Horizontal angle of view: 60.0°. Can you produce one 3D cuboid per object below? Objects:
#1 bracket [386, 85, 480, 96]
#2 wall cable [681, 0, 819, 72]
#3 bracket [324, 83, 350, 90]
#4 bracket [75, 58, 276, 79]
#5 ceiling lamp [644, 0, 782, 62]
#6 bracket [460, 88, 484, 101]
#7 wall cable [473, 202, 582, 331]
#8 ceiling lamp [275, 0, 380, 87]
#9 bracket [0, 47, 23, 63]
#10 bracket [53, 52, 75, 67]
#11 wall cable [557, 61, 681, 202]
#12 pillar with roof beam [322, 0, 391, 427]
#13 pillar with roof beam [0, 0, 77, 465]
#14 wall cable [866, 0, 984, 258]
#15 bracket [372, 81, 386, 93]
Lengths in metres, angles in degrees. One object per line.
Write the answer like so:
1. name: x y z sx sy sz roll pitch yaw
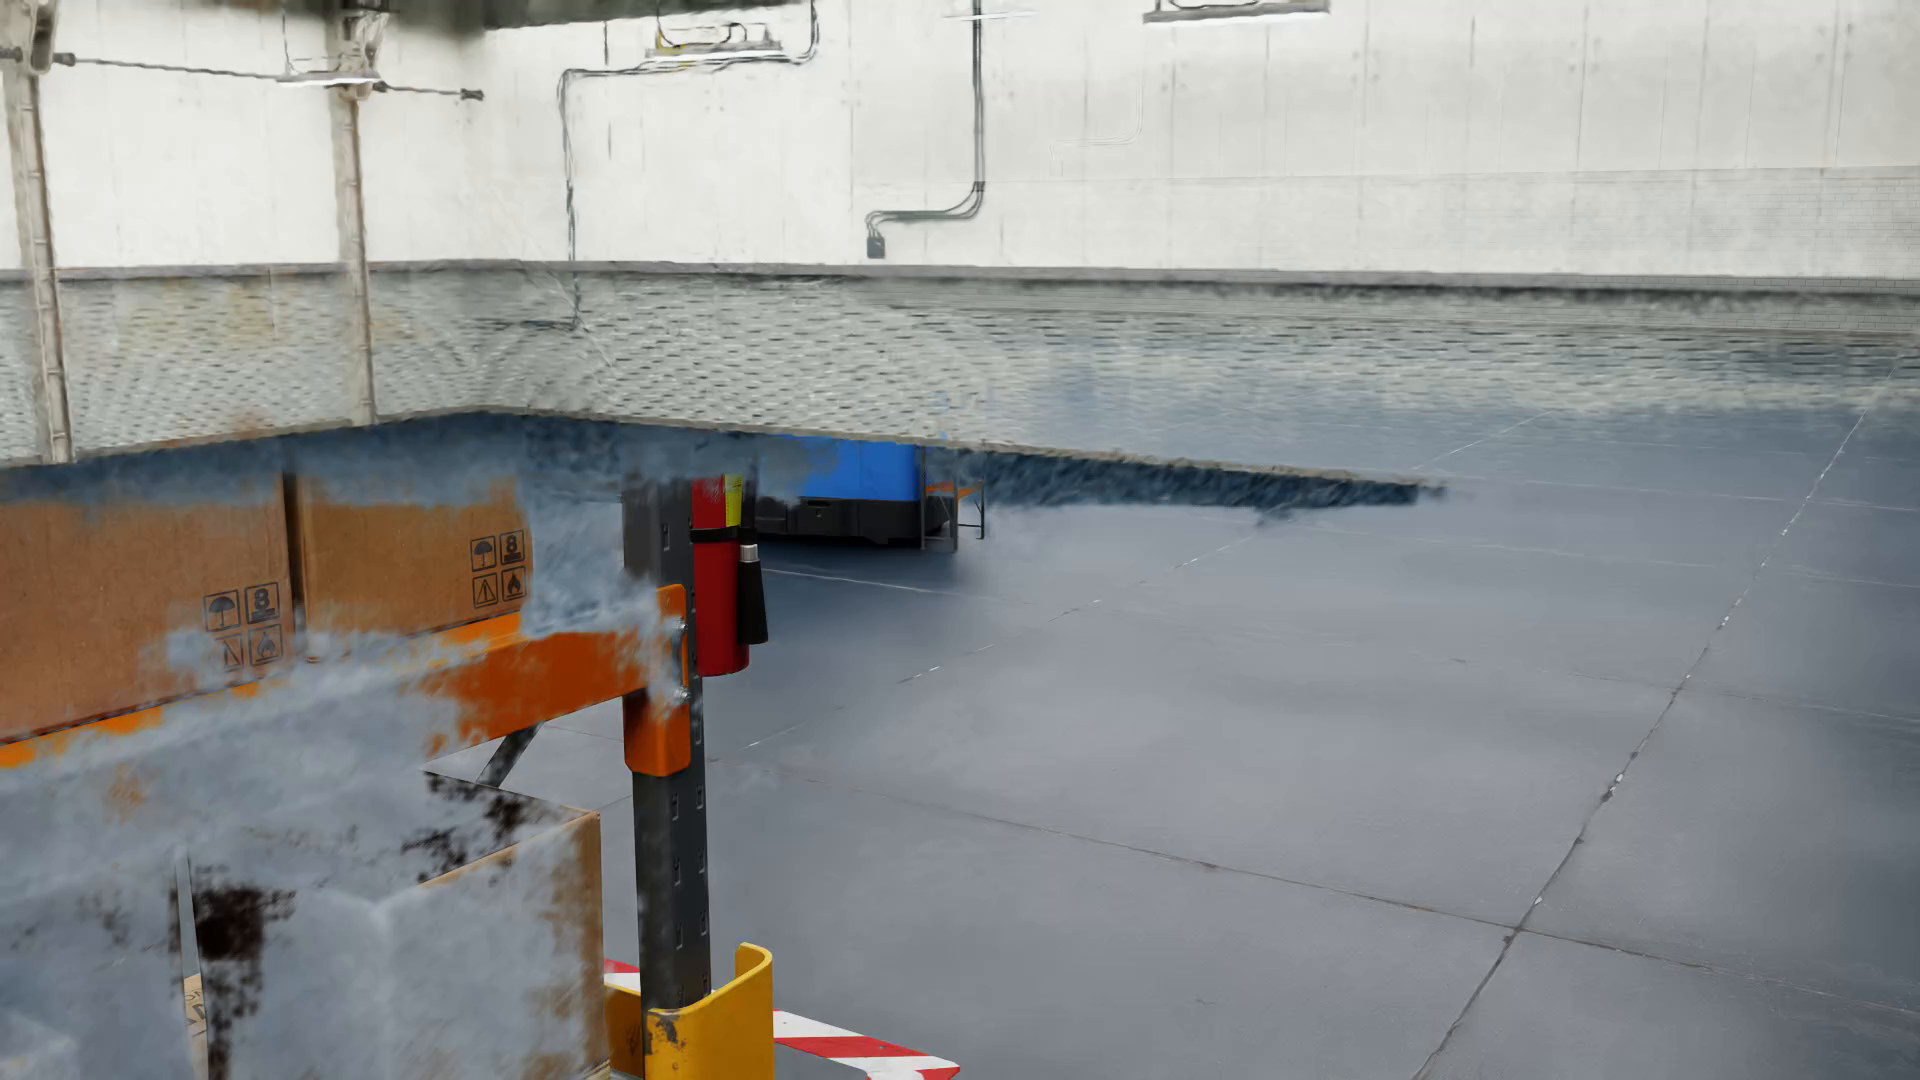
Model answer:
1. bracket: -6.262 -12.228 41.951 0.076 0.066 3.189 6 12 31
2. wall cable: -0.088 -13.123 38.862 3.097 2.526 0.112 6 12 31
3. bracket: -7.617 -11.818 39.759 0.235 0.232 0.430 6 12 31
4. bracket: -8.955 -11.413 37.594 0.076 0.066 4.783 6 12 31
5. ceiling lamp: 0.664 -11.250 30.642 2.000 3.185 0.800 6 12 31
6. bracket: -5.956 -12.321 42.447 0.235 0.232 0.430 6 12 31
7. wall cable: -5.045 -8.959 42.705 3.097 2.526 0.112 6 12 31
8. ceiling lamp: -5.652 -11.956 34.413 2.000 3.185 0.800 6 12 31
9. bracket: -10.732 -10.874 34.718 0.235 0.232 0.430 6 12 31
10. bracket: -10.301 -11.005 35.416 0.235 0.232 0.430 6 12 31
11. wall cable: -2.733 -11.183 40.860 3.097 2.526 0.112 6 12 31
12. pillar with roof beam: -4.026 -9.737 38.423 9.100 9.000 0.548 6 12 31
13. pillar with roof beam: -7.141 -8.793 33.382 9.100 9.000 0.548 6 12 31
14. wall cable: 3.060 -11.247 37.249 2.305 6.003 0.169 6 12 31
15. bracket: -7.186 -11.949 40.456 0.235 0.232 0.430 6 12 31
